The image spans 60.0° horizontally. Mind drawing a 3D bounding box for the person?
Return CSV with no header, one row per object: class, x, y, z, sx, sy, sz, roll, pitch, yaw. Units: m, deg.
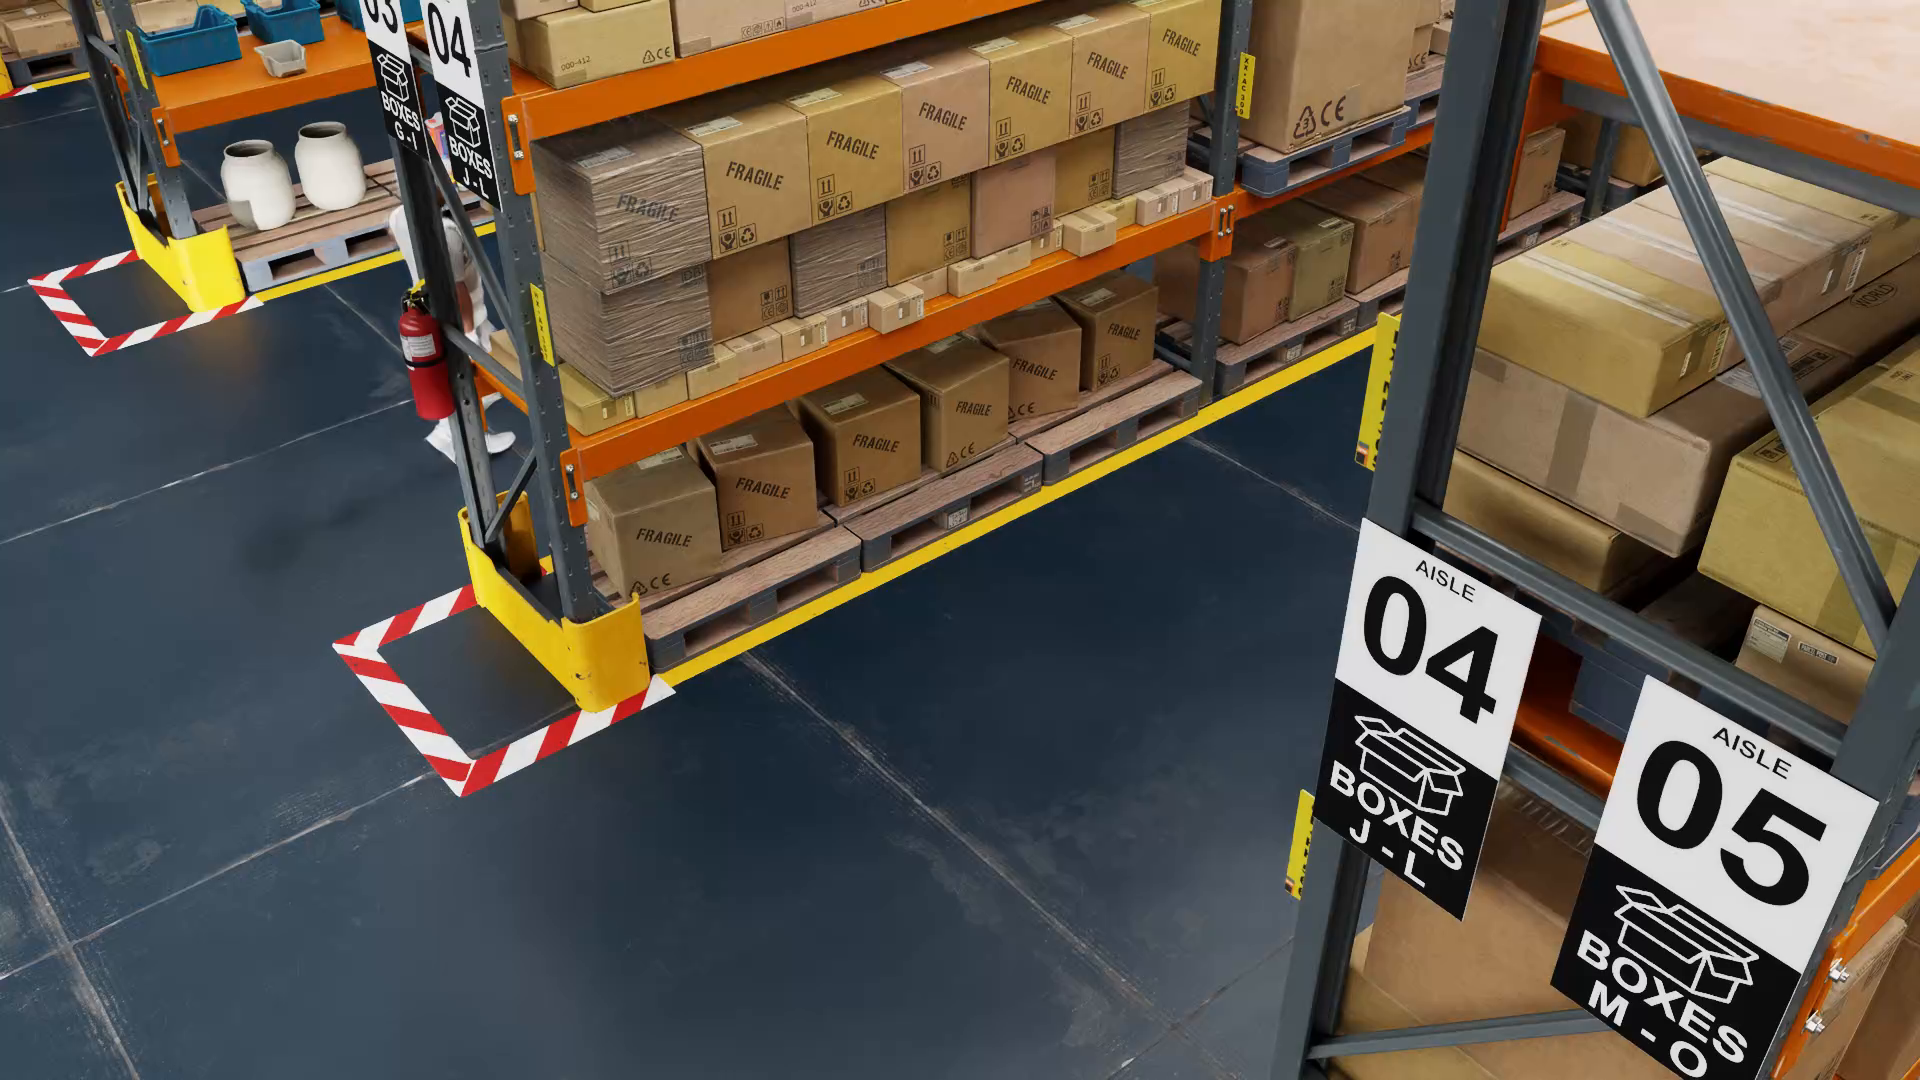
person,-2.656,-1.148,8.628,0.540,1.774,0.597,-27,44,-32
